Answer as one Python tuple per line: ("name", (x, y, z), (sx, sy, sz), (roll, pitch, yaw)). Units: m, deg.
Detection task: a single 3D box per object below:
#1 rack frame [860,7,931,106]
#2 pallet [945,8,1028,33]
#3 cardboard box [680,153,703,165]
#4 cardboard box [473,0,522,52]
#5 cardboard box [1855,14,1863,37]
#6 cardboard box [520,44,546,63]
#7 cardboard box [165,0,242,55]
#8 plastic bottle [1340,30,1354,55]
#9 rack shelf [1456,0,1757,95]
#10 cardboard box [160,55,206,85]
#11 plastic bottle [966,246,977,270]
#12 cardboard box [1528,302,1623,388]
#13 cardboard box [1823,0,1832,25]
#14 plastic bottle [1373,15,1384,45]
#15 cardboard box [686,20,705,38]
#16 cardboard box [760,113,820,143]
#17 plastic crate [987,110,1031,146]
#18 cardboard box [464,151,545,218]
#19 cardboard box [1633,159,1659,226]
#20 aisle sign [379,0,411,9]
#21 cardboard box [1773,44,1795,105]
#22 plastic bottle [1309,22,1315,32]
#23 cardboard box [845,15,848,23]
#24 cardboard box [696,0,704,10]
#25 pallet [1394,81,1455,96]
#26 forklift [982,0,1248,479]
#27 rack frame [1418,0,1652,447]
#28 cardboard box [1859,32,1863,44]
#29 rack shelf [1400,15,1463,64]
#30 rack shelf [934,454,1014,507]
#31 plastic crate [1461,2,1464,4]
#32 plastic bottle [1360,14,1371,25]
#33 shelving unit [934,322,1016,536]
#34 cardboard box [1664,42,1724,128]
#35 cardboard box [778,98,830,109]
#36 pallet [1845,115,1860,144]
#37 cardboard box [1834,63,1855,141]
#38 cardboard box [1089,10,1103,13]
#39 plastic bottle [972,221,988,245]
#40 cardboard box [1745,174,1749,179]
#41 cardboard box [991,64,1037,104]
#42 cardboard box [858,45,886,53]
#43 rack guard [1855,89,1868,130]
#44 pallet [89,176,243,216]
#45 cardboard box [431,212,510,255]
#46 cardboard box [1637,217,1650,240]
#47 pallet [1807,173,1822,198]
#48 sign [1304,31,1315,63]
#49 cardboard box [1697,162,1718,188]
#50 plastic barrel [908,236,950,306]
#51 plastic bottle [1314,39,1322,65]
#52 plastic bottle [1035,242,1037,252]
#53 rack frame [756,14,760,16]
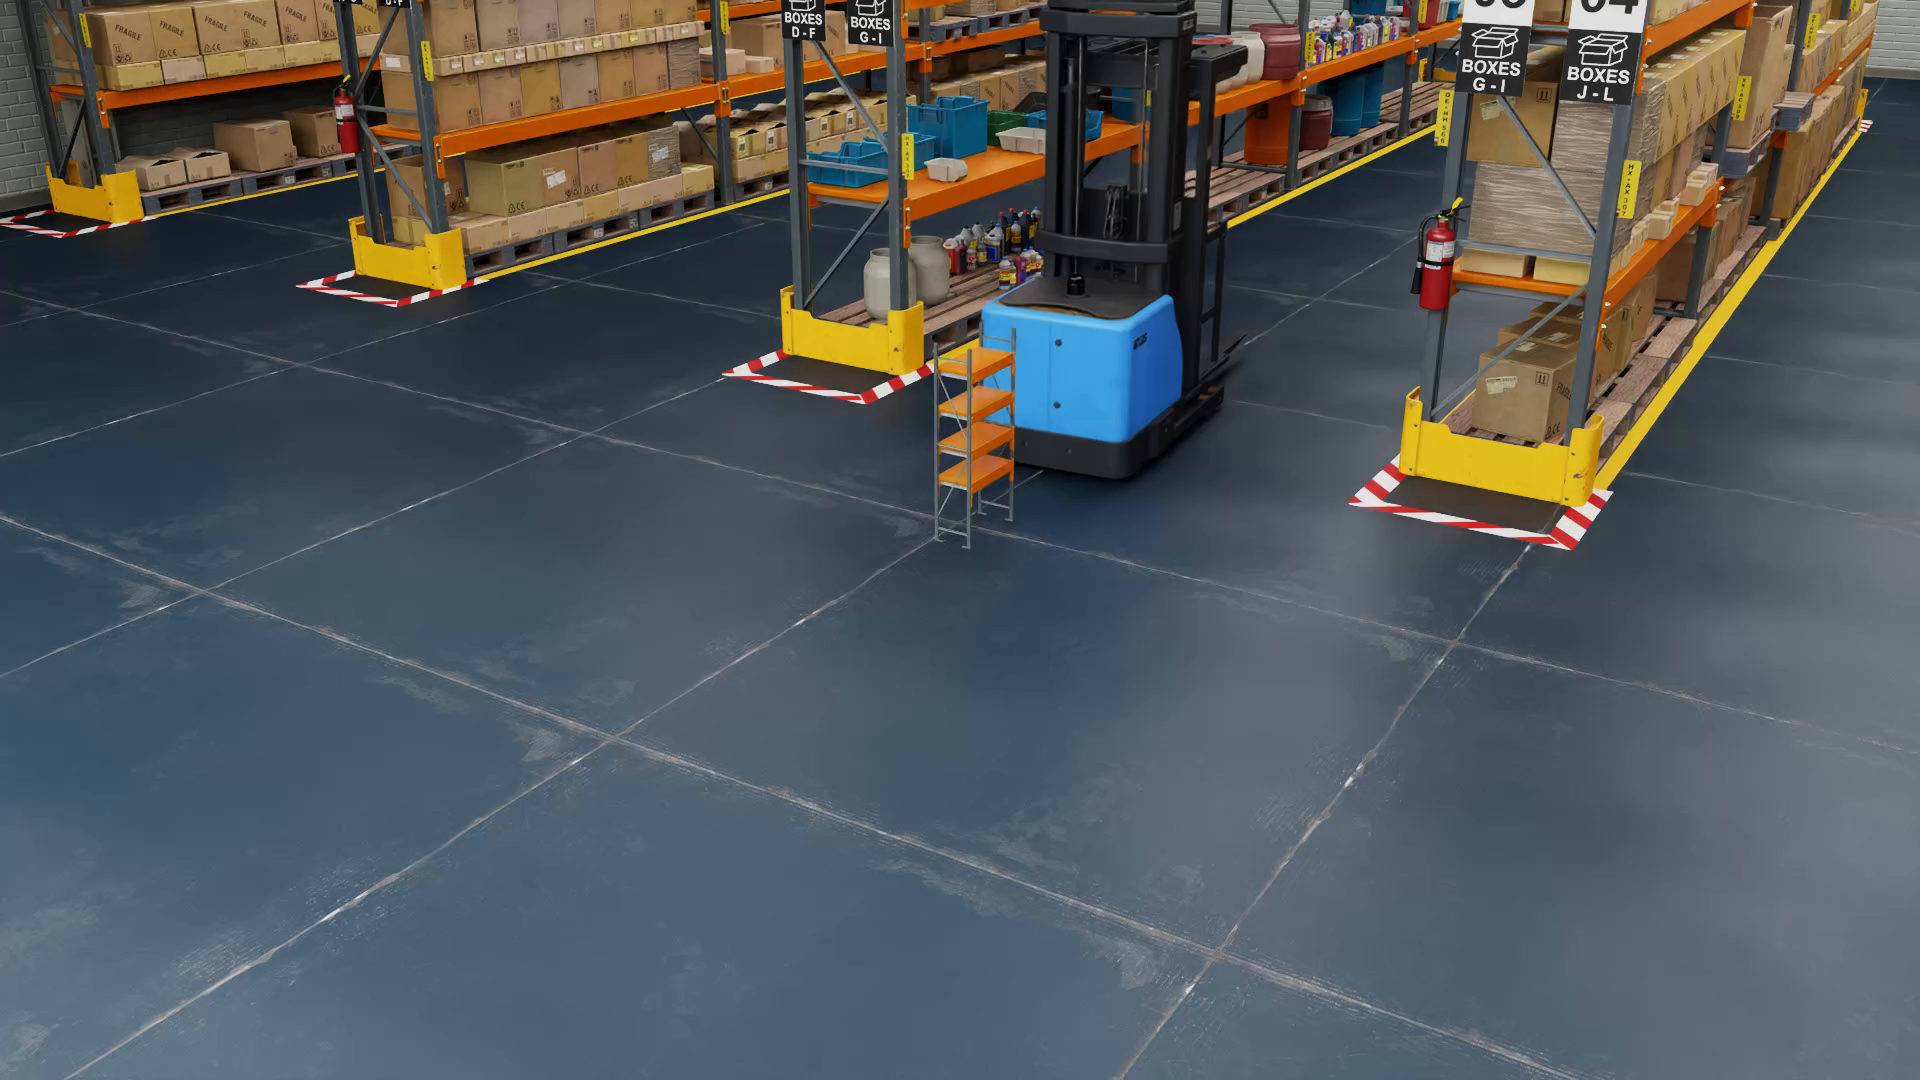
("rack frame", (-0.829, -6.502, 20.994), (1.000, 3.000, 0.127), (14, 27, 29))
("pallet", (0.193, -7.072, 22.551), (1.003, 0.211, 1.213), (14, 27, 29))
("cardboard box", (-2.966, -4.284, 18.802), (0.500, 0.250, 0.500), (14, 27, 28))
("cardboard box", (-4.491, -4.795, 15.291), (0.700, 0.500, 0.500), (13, 27, 28))
("cardboard box", (10.701, -6.289, 20.317), (0.500, 0.250, 0.500), (15, 27, 30))
("cardboard box", (-4.115, -4.582, 15.616), (0.380, 0.149, 0.250), (13, 27, 27))
("cardboard box", (-8.205, -5.559, 18.036), (0.500, 0.500, 0.500), (13, 27, 27))
("plastic bottle", (4.612, -5.952, 19.881), (0.152, 0.276, 0.135), (14, 27, 29))
("rack shelf", (4.421, -3.446, 11.065), (1.077, 0.370, 4.000), (14, 27, 29))
("cardboard box", (-8.470, -5.056, 17.817), (0.500, 0.250, 0.500), (13, 27, 27))
("plastic bottle", (0.099, -2.499, 14.715), (0.097, 0.201, 0.097), (0, 23, 0))
("cardboard box", (4.342, -1.394, 11.812), (0.500, 0.500, 0.500), (17, 29, 34))
("cardboard box", (9.366, -6.064, 18.594), (0.797, 0.503, 0.637), (13, 27, 28))
("plastic bottle", (5.183, -6.349, 20.703), (0.144, 0.351, 0.185), (14, 27, 29))
("cardboard box", (-2.900, -5.359, 17.411), (0.380, 0.149, 0.250), (14, 27, 29))
("cardboard box", (-1.968, -4.771, 19.221), (0.500, 0.311, 0.500), (13, 27, 27))
("plastic crate", (0.312, -3.617, 14.596), (0.450, 0.188, 0.662), (14, 27, 29))
("cardboard box", (-4.314, -3.381, 15.772), (0.500, 0.500, 0.500), (14, 27, 29))
("cardboard box", (4.141, -2.441, 11.112), (0.875, 0.500, 0.500), (14, 27, 29))
("aisle sign", (-4.823, -4.909, 14.041), (0.394, 0.787, 0.004), (14, 27, 29))
("cardboard box", (7.125, -4.264, 15.169), (0.700, 0.500, 0.500), (19, 30, 37))
("plastic bottle", (4.309, -6.289, 20.658), (0.152, 0.276, 0.135), (14, 27, 29))
("cardboard box", (-1.837, -8.717, 27.912), (0.380, 0.149, 0.250), (13, 27, 27))
("cardboard box", (-4.014, -7.936, 24.597), (0.380, 0.149, 0.250), (14, 27, 30))
("pallet", (7.130, -6.613, 24.761), (1.003, 0.211, 1.213), (14, 27, 29))
("forklift", (9.907, -1.223, 8.886), (18.991, 2.935, 6.136), (11, 26, 25))
("rack frame", (3.366, -1.725, 9.959), (1.000, 3.000, 0.127), (14, 27, 29))
("cardboard box", (11.091, -6.305, 20.854), (0.380, 0.149, 0.250), (14, 27, 30))
("rack shelf", (6.543, -7.158, 23.415), (1.077, 0.370, 4.000), (14, 27, 29))
("rack shelf", (0.087, -0.363, 9.746), (0.258, 0.148, 0.480), (14, 27, 29))
("plastic crate", (7.156, -7.662, 23.929), (0.396, 0.136, 0.243), (14, 27, 29))
("plastic bottle", (5.061, -6.379, 20.773), (0.144, 0.351, 0.185), (14, 27, 29))
("shelving unit", (0.088, -0.607, 9.642), (0.258, 1.200, 0.499), (14, 27, 29))
("cardboard box", (4.945, -3.169, 11.536), (0.500, 0.500, 0.500), (14, 27, 29))
("cardboard box", (-1.895, -5.225, 20.270), (0.500, 0.311, 0.500), (13, 27, 28))
("pallet", (11.450, -5.559, 22.326), (1.003, 0.211, 1.213), (14, 27, 29))
("cardboard box", (10.586, -5.503, 20.831), (0.875, 0.875, 0.875), (14, 27, 29))
("cardboard box", (1.782, -8.013, 24.359), (0.500, 0.500, 0.500), (15, 27, 30))
("plastic bottle", (0.166, -2.707, 15.007), (0.144, 0.351, 0.185), (14, 27, 29))
("cardboard box", (7.258, -3.592, 15.919), (0.500, 0.250, 0.500), (15, 28, 31))
("cardboard box", (0.732, -6.346, 23.227), (0.500, 0.500, 0.500), (14, 27, 30))
("cardboard box", (-1.068, -6.026, 20.209), (0.380, 0.149, 0.250), (14, 27, 29))
("rack guard", (11.818, -5.986, 22.949), (1.175, 0.500, 0.348), (14, 27, 29))
("pallet", (-8.760, -3.852, 18.382), (1.003, 0.211, 1.213), (14, 27, 29))
("cardboard box", (-4.577, -2.868, 15.531), (0.500, 0.250, 0.500), (14, 27, 29))
("cardboard box", (4.372, -2.079, 11.093), (0.380, 0.149, 0.250), (14, 27, 29))
("pallet", (9.352, -4.219, 19.231), (1.003, 0.211, 1.213), (14, 27, 29))
("sign", (3.849, -5.425, 18.301), (0.100, 0.325, 0.005), (14, 27, 29))
("cardboard box", (5.612, -2.826, 12.818), (0.380, 0.149, 0.250), (14, 27, 29))
("plastic barrel", (-0.296, -2.221, 13.708), (0.421, 0.512, 0.421), (0, 23, 0))
("plastic bottle", (4.093, -5.589, 19.032), (0.061, 0.283, 0.133), (14, 27, 29))
("plastic bottle", (0.721, -2.585, 14.811), (0.061, 0.283, 0.133), (14, 27, 29))
("rack frame", (-2.929, -8.889, 26.508), (1.000, 3.000, 0.127), (14, 27, 29))
